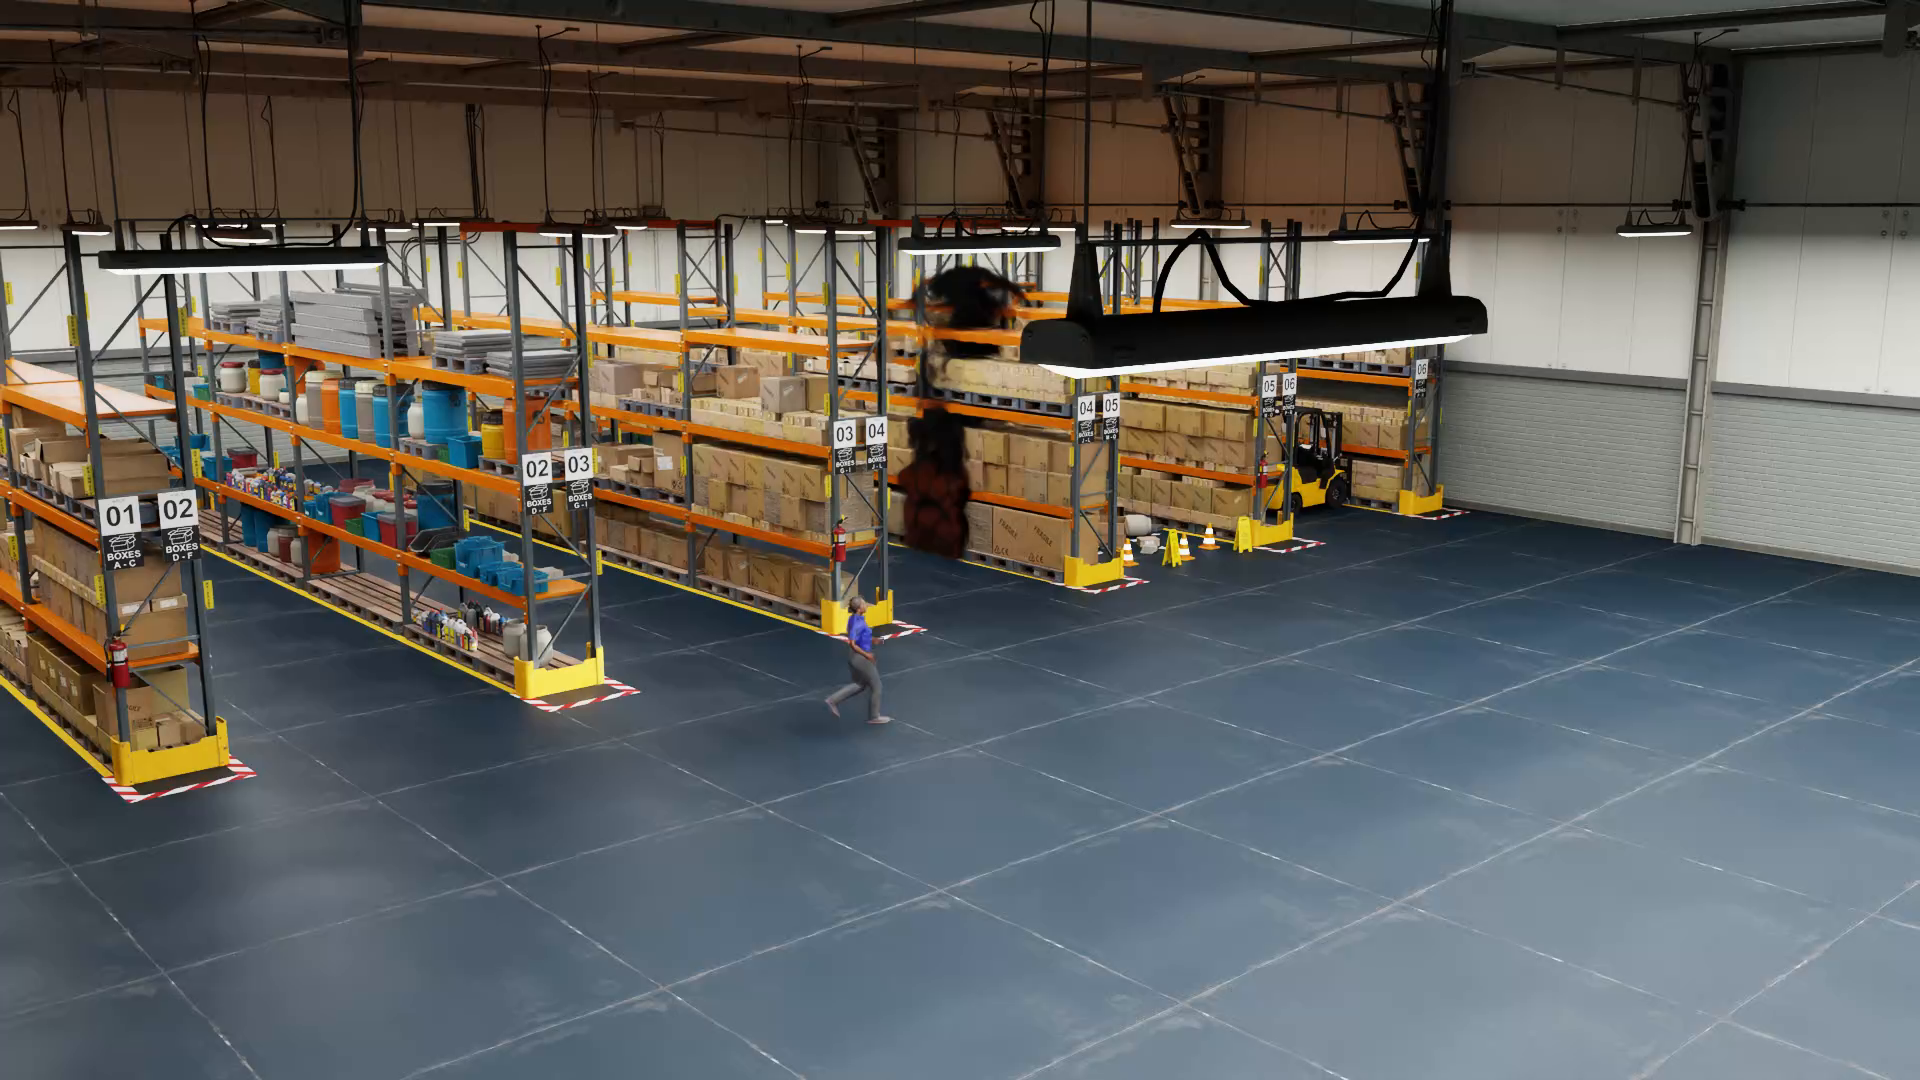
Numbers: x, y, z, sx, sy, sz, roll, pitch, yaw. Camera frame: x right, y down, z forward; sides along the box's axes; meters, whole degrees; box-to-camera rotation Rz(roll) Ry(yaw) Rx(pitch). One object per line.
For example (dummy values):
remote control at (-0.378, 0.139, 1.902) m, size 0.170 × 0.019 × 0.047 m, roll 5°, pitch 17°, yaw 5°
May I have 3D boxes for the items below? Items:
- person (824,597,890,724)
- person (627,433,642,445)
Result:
person at (-1.246, 1.485, 20.405) m, size 0.786 × 1.619 × 0.588 m, roll -4°, pitch 12°, yaw -17°
person at (-8.098, -2.817, 41.675) m, size 0.931 × 1.621 × 0.726 m, roll 3°, pitch 12°, yaw 13°
